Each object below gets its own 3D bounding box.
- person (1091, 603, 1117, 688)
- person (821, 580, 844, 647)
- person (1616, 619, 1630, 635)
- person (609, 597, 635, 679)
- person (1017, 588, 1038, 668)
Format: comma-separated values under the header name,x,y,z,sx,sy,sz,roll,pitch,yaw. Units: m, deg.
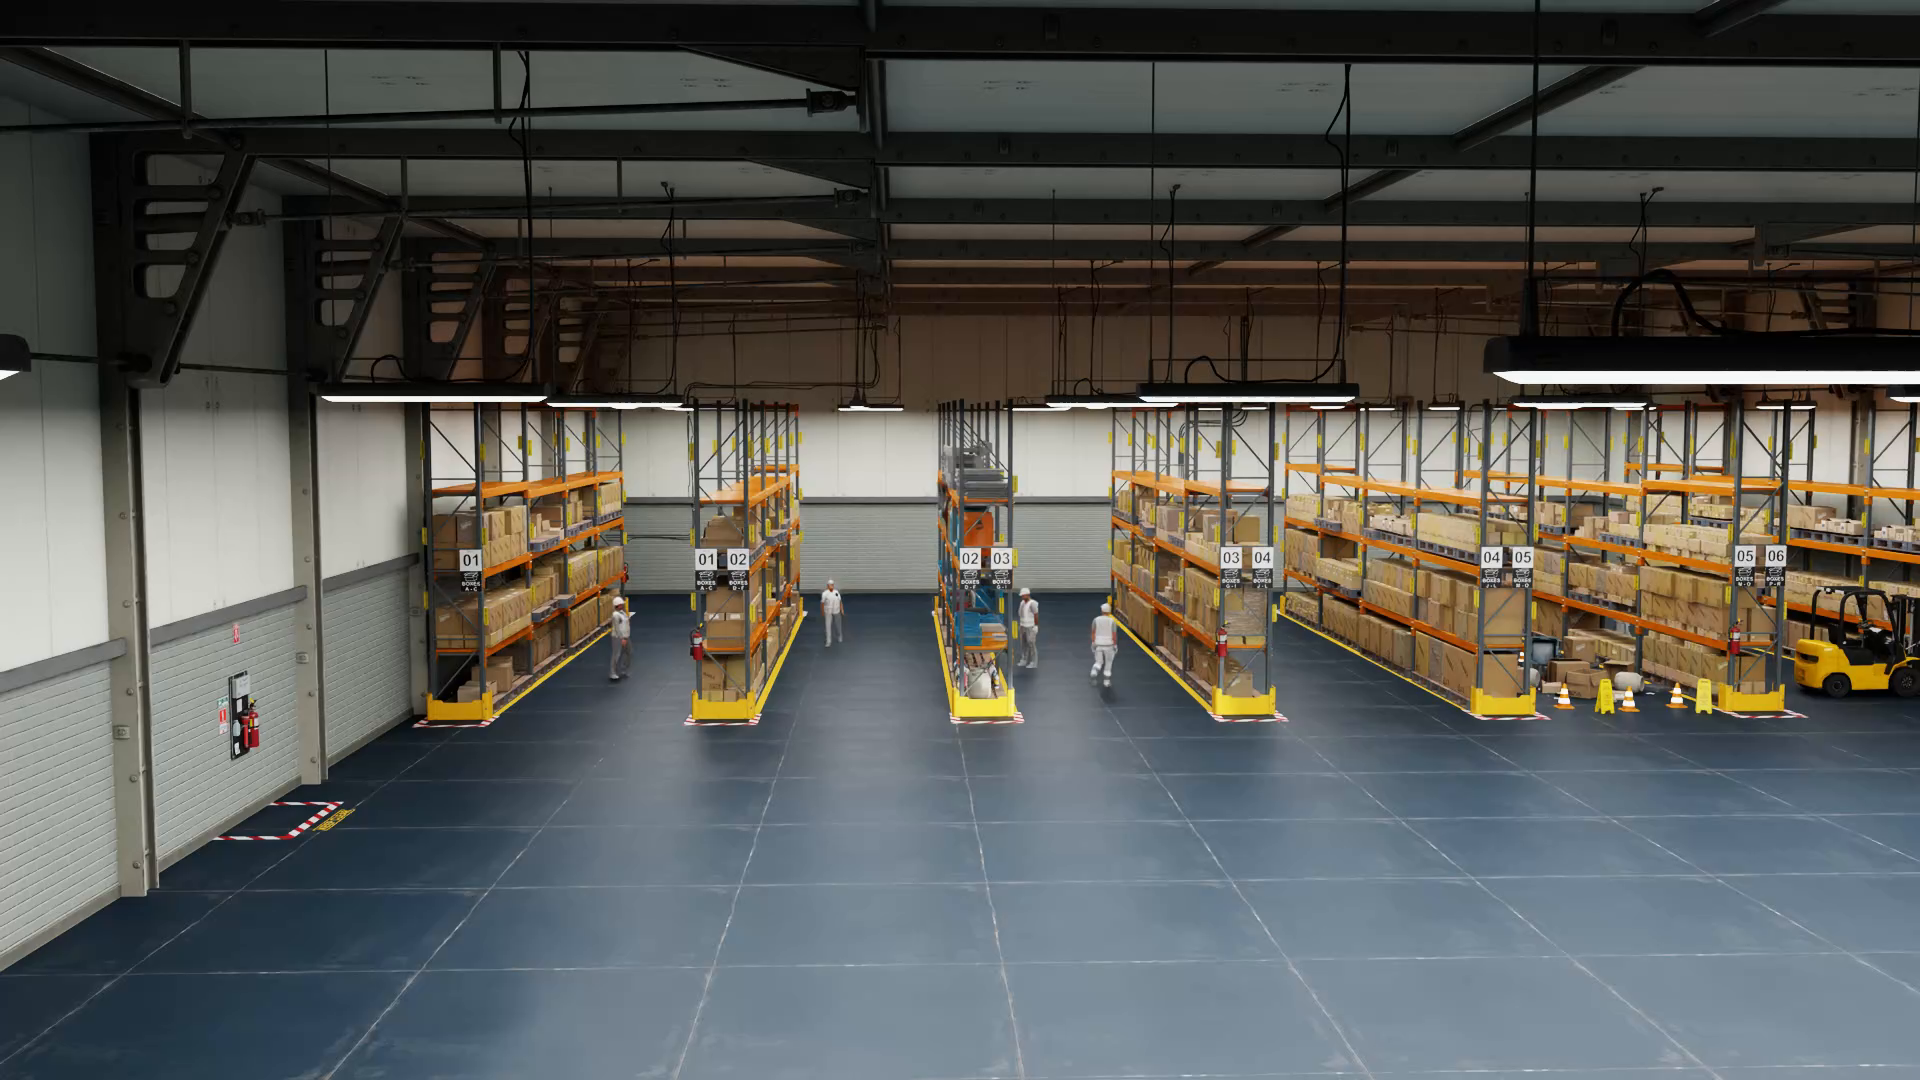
name,x,y,z,sx,sy,sz,roll,pitch,yaw
person,2.990,2.201,34.578,0.529,1.776,0.725,3,5,32
person,-3.122,1.799,40.790,0.585,1.602,0.946,0,4,0
person,16.554,1.678,41.633,0.500,1.783,0.605,2,5,25
person,-7.331,2.126,36.060,0.485,1.801,0.681,1,4,13
person,1.508,1.963,37.405,0.404,1.782,0.627,-2,5,-30
